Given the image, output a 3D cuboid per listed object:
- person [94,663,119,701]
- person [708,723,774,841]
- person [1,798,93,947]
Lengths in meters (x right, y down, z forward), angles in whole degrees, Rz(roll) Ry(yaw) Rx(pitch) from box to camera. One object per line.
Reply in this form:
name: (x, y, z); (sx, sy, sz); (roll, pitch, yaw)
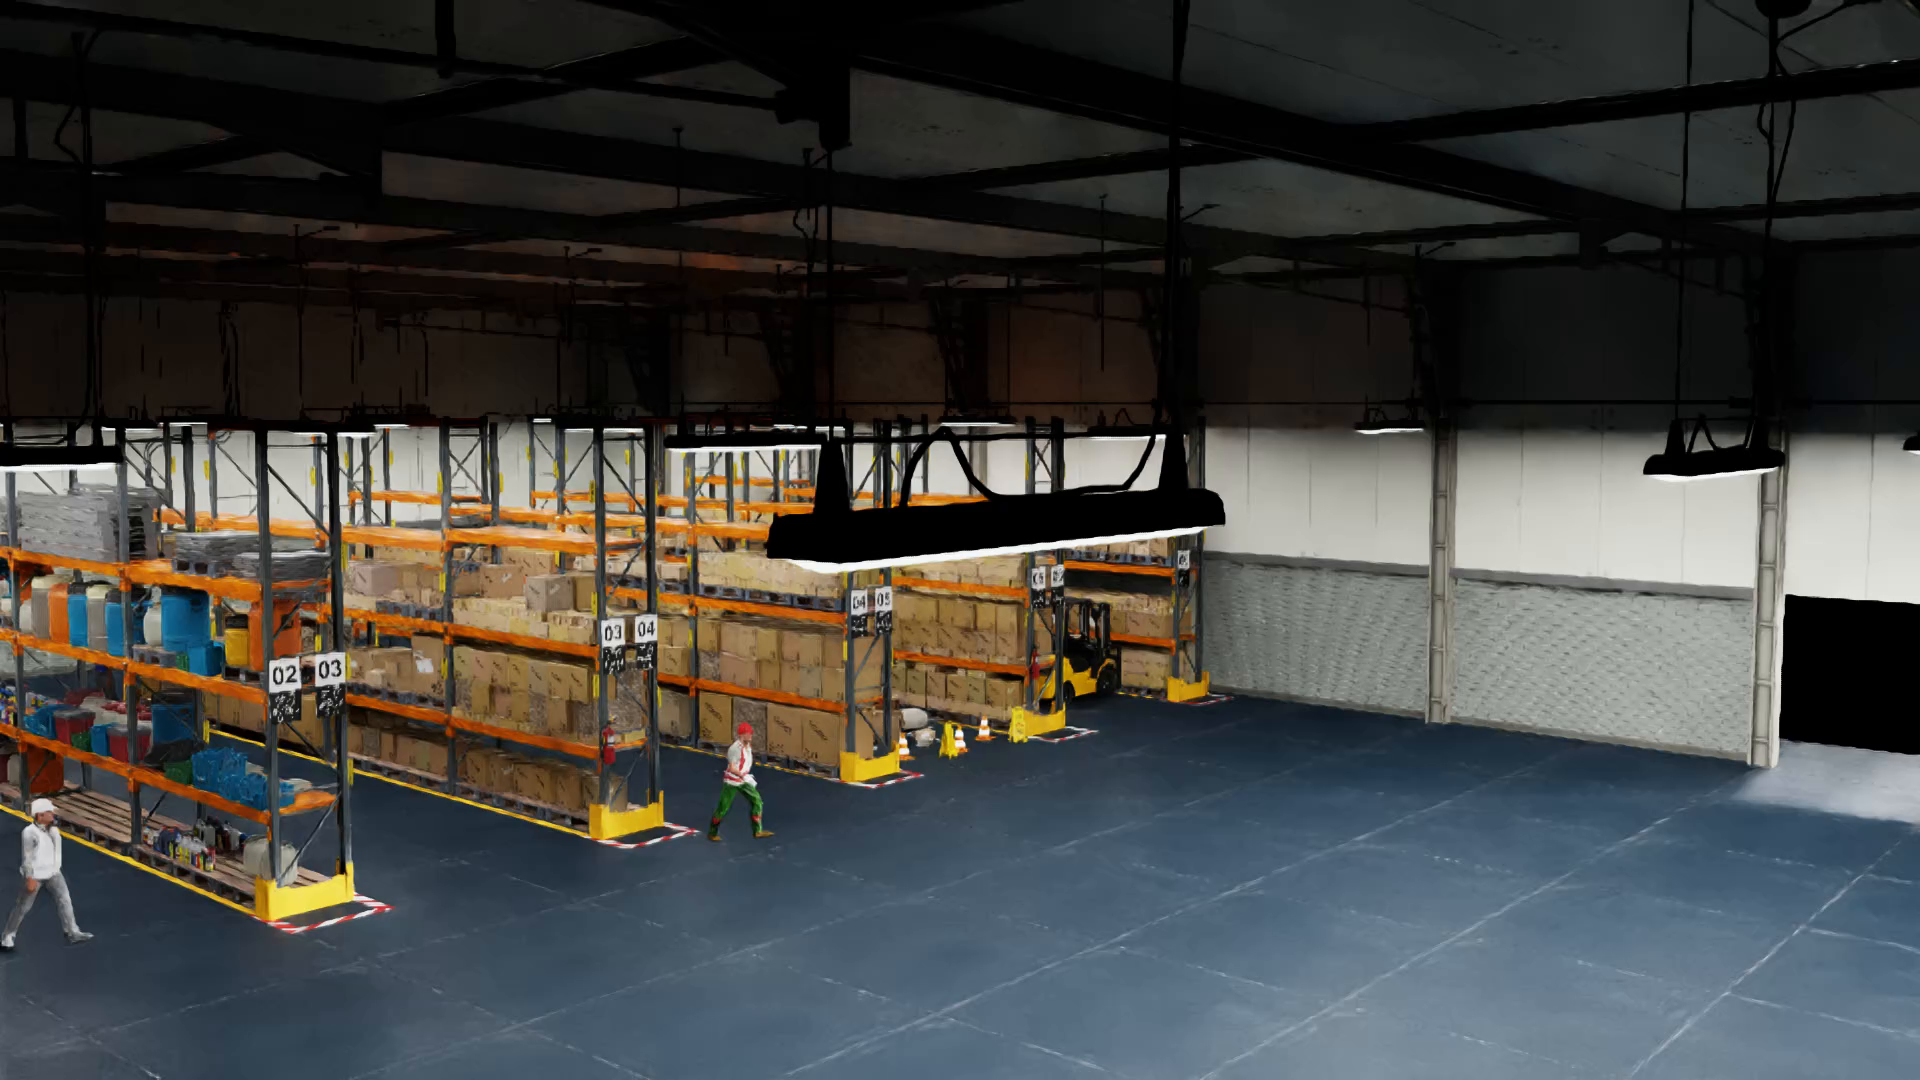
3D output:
person: (-17.039, 2.798, 33.141); (0.581, 1.555, 0.495); (3, 6, 34)
person: (-3.201, 3.471, 23.960); (0.838, 1.716, 0.686); (2, 5, 25)
person: (-10.664, 3.858, 19.285); (0.930, 1.747, 0.588); (1, 5, 15)
